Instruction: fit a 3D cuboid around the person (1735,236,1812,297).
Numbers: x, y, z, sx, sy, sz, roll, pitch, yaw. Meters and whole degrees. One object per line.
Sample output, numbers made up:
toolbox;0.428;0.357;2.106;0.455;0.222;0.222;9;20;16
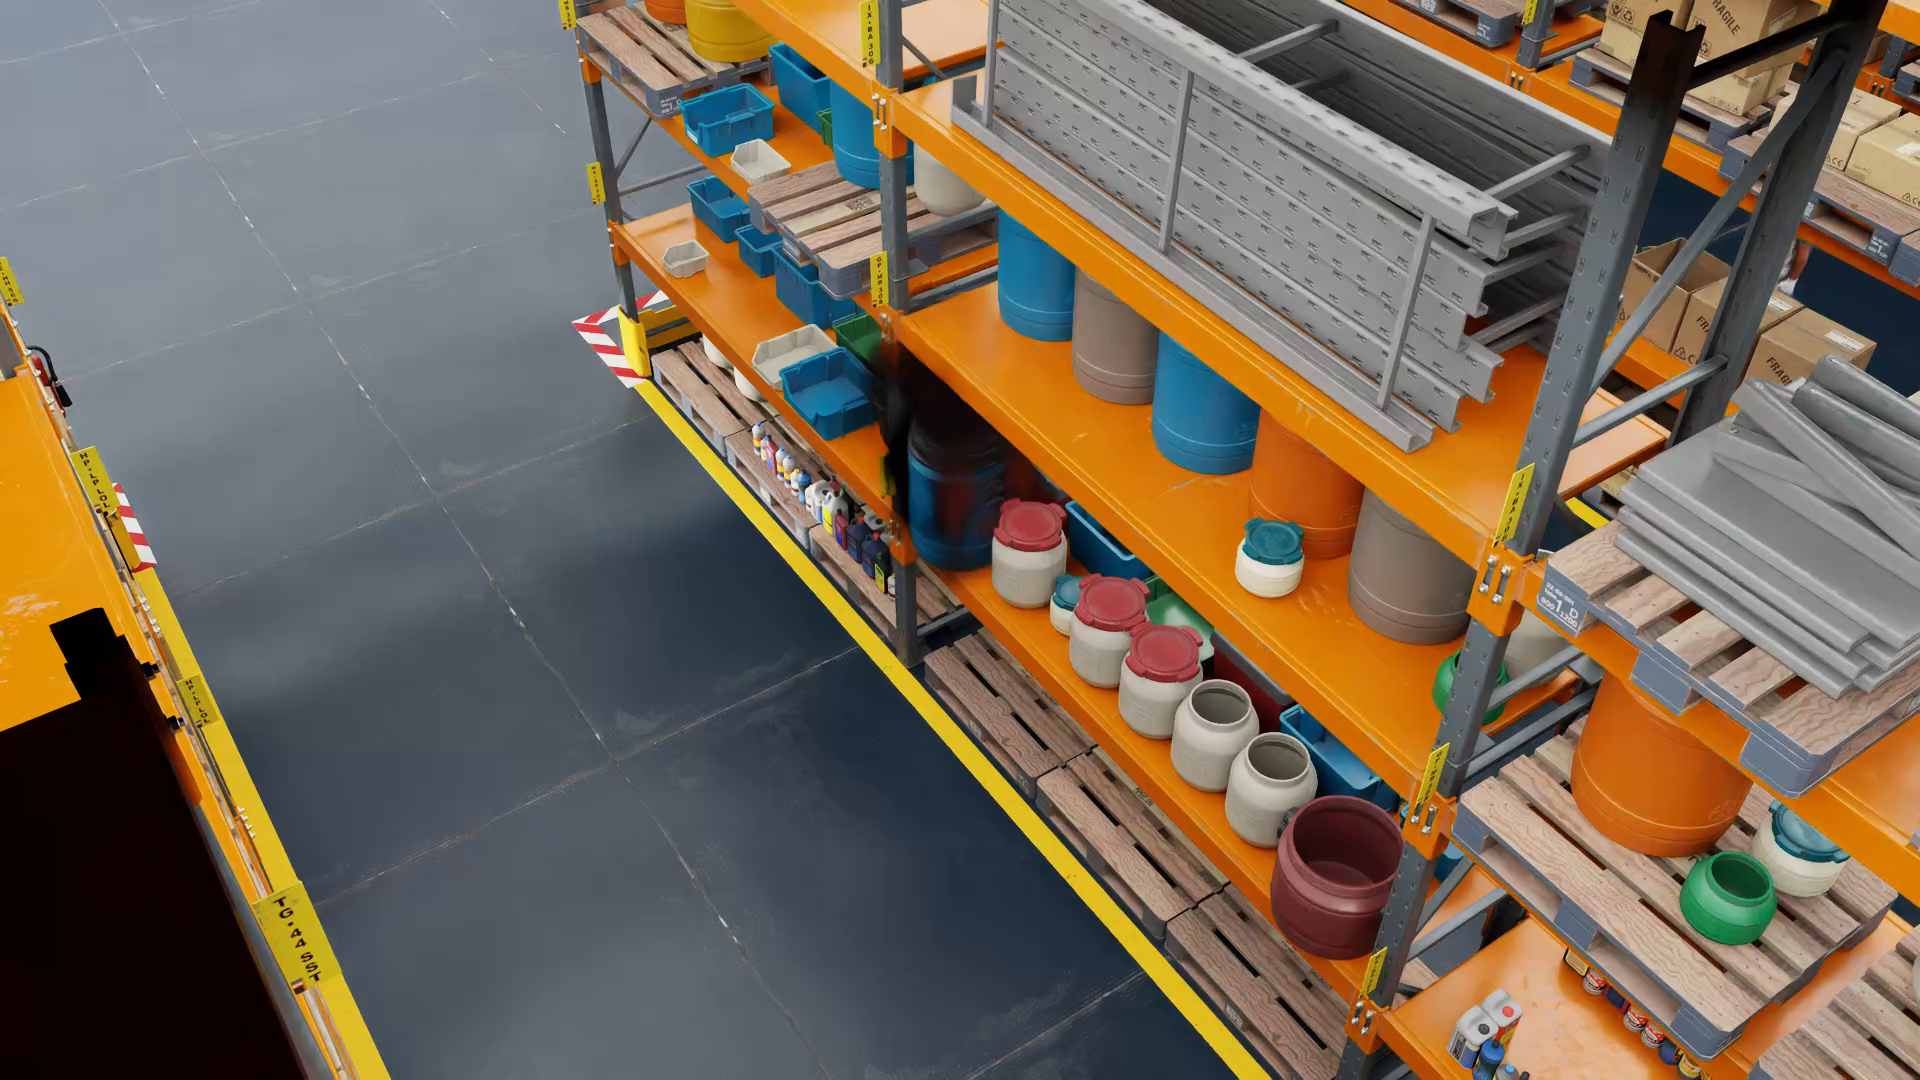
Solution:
person;6.111;-2.098;12.727;0.584;1.793;0.583;7;43;8
